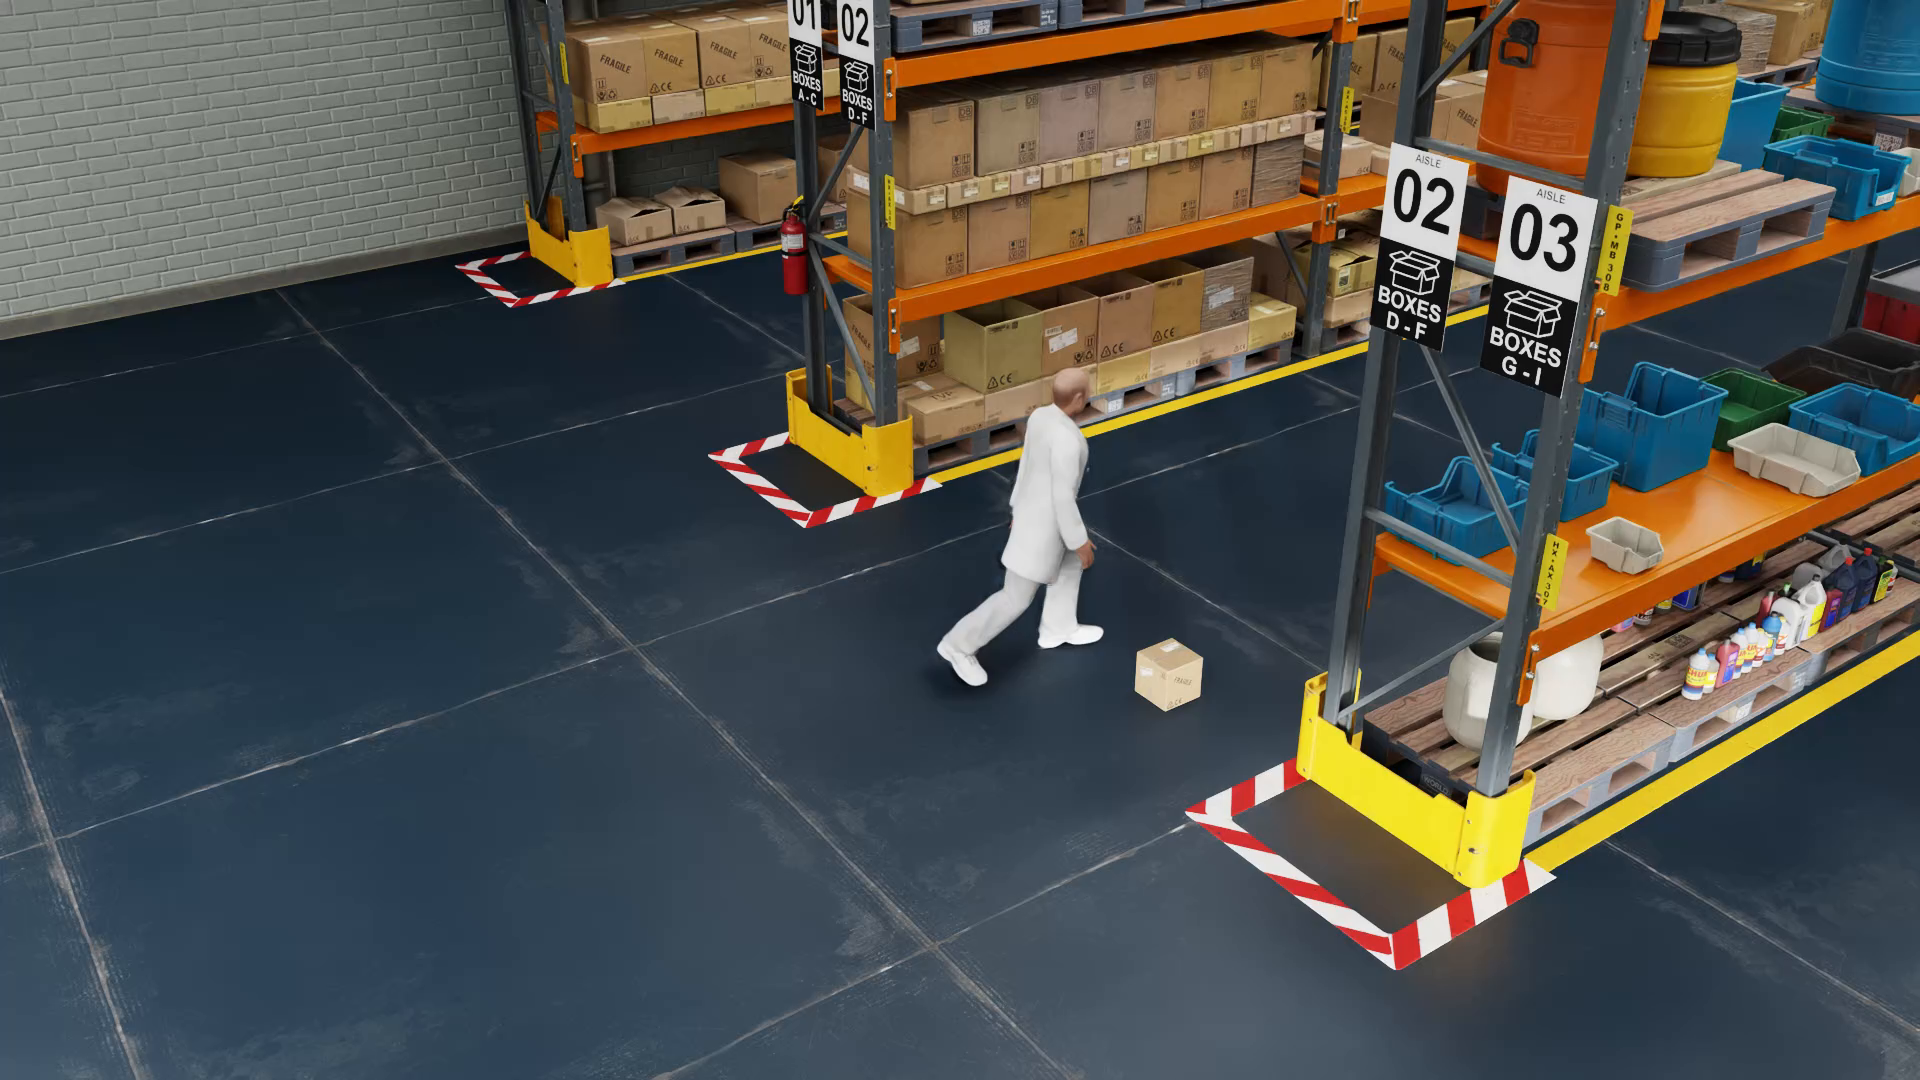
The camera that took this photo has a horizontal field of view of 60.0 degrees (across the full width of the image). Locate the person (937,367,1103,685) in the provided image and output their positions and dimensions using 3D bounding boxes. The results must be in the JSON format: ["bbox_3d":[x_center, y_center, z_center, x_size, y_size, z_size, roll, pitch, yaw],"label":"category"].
[{"bbox_3d":[0.349,-0.082,8.829,0.962,1.718,0.661,-2,28,-5],"label":"person"}]
